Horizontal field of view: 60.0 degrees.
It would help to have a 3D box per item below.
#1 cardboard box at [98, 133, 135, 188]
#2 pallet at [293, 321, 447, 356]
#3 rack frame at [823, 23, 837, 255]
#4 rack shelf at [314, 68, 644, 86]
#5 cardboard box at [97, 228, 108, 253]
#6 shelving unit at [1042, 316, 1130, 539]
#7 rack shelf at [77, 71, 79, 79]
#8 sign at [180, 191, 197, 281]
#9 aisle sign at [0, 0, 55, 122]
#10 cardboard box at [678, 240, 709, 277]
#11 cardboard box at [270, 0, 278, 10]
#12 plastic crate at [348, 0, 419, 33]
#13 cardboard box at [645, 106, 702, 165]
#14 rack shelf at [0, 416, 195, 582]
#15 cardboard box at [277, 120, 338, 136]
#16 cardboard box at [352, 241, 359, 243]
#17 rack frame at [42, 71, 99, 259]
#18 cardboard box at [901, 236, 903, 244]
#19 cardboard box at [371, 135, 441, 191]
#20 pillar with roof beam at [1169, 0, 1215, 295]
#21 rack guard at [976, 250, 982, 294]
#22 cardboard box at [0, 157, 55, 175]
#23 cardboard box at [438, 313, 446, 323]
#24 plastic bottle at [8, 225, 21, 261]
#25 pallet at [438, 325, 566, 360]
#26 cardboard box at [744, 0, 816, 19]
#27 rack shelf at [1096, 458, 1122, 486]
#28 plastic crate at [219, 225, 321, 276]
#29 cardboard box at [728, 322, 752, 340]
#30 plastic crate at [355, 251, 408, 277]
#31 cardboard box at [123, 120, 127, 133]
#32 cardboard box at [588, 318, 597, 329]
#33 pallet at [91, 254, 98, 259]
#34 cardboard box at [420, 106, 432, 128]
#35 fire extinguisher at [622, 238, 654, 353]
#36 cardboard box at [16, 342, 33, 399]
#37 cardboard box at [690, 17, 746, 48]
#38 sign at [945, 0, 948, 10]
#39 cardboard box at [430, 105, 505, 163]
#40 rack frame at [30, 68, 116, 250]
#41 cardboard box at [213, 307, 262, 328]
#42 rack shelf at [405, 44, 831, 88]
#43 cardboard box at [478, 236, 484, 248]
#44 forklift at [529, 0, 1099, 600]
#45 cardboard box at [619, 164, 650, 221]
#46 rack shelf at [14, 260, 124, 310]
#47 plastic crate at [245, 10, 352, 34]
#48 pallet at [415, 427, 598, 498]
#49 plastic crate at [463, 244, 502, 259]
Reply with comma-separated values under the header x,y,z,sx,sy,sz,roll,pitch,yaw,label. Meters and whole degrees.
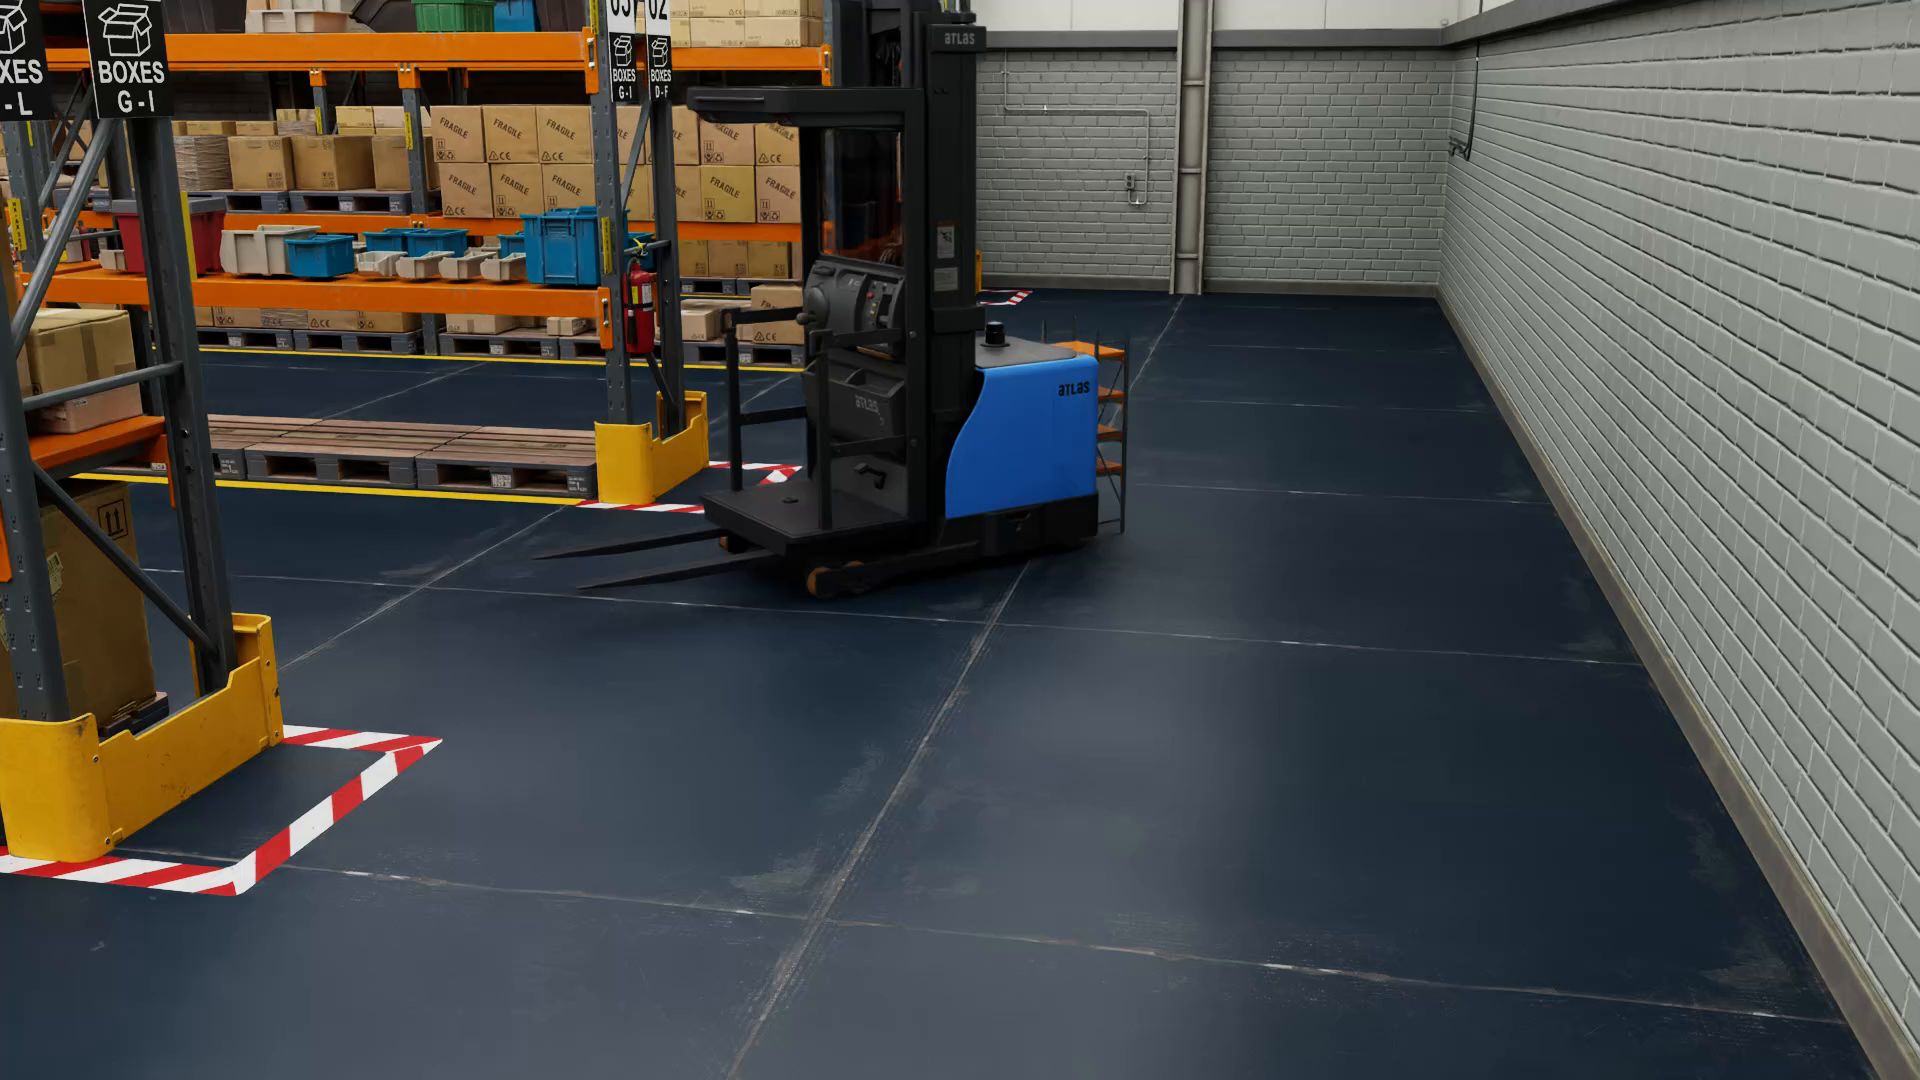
x,y,z,sx,sy,sz,roll,pitch,yaw,label
-8.214,-3.785,16.563,0.500,0.500,0.700,-2,16,-8,cardboard box
-5.738,-2.015,16.372,1.213,0.211,1.003,3,16,11,pallet
-1.014,-3.113,15.111,0.127,3.000,1.000,3,16,11,rack frame
-5.910,-5.827,20.637,4.000,0.370,1.077,3,16,11,rack shelf
-11.065,-4.020,22.243,0.500,0.500,0.700,4,16,13,cardboard box
0.715,-0.657,9.616,0.258,1.200,0.503,-10,18,-32,shelving unit
-13.749,-6.253,22.174,4.000,0.370,1.077,3,16,11,rack shelf
-2.875,-1.122,6.153,0.005,0.325,0.100,3,16,11,sign
-2.981,-1.692,5.112,0.004,0.787,0.394,3,16,11,aisle sign
-3.237,-3.553,20.595,0.500,0.500,0.700,3,16,12,cardboard box
-6.072,-5.146,15.669,0.600,0.600,0.600,3,16,10,cardboard box
-3.447,-3.386,10.594,0.767,0.338,0.504,3,16,11,plastic crate
-2.509,-3.648,14.981,0.500,0.500,0.500,4,16,13,cardboard box
-4.951,-0.281,6.236,4.000,0.370,1.077,3,16,11,rack shelf
-8.332,-5.117,21.335,0.500,0.500,0.700,1,16,5,cardboard box
-6.339,-2.837,16.569,0.500,0.250,0.500,3,16,11,cardboard box
-11.789,-5.047,22.094,0.127,3.000,1.000,3,16,11,rack frame
-0.736,-3.418,20.107,0.500,0.500,0.700,3,16,11,cardboard box
-5.353,-3.660,16.112,0.500,0.500,0.700,-2,16,-8,cardboard box
1.930,-6.257,15.221,0.400,9.000,9.100,3,16,11,pillar with roof beam
-0.007,-3.203,20.119,0.348,0.500,1.175,3,16,11,rack guard
-12.314,-4.931,21.916,0.500,0.250,0.500,3,16,11,cardboard box
-5.359,-2.422,16.477,0.500,0.500,0.500,2,16,9,cardboard box
-6.660,-2.114,11.737,0.135,0.276,0.152,3,16,11,plastic bottle
-4.261,-1.945,16.118,1.213,0.211,1.003,3,16,11,pallet
-1.568,-4.688,14.521,0.500,0.250,0.500,3,16,11,cardboard box
0.715,-0.401,9.687,0.258,0.148,0.480,-10,18,-32,rack shelf
-4.464,-1.872,10.742,0.530,0.282,0.437,3,16,11,plastic crate
-1.974,-1.969,15.465,0.250,0.166,0.380,3,16,11,cardboard box
-3.692,-1.754,10.585,0.250,0.136,0.298,3,16,11,plastic crate
-10.751,-5.240,21.778,0.500,0.500,0.700,5,16,17,cardboard box
-3.584,-2.246,16.193,0.500,0.311,0.500,3,16,11,cardboard box
-12.455,-3.730,22.562,1.213,0.211,1.003,3,16,11,pallet
-6.459,-5.251,20.645,0.500,0.250,0.500,3,16,11,cardboard box
-1.947,-1.473,10.035,0.183,0.674,0.296,3,16,11,fire extinguisher
-3.519,-0.549,5.579,0.500,0.250,0.500,3,16,10,cardboard box
-2.057,-4.474,14.686,0.500,0.250,0.500,3,16,11,cardboard box
-0.152,-6.102,18.772,0.005,0.325,0.100,3,16,11,sign
-4.528,-3.757,15.376,0.500,0.500,0.500,4,16,13,cardboard box
-8.853,-3.538,16.647,0.127,3.000,1.000,3,16,11,rack frame
-6.947,-2.366,16.273,0.500,0.500,0.500,3,16,9,cardboard box
-2.973,-4.318,15.190,4.000,0.370,1.077,3,16,11,rack shelf
-6.318,-3.879,21.117,0.750,0.750,0.750,3,16,11,cardboard box
-0.731,-1.270,8.585,3.031,2.935,1.130,-10,18,-32,forklift
-2.997,-3.195,15.220,0.500,0.500,0.500,3,16,10,cardboard box
-7.884,-1.790,11.682,4.000,0.370,1.077,3,16,11,rack shelf
-4.079,-3.181,10.231,0.530,0.136,0.437,3,16,11,plastic crate
-2.805,-0.527,11.001,1.213,0.211,1.003,3,16,11,pallet
-3.143,-1.893,11.089,0.298,0.136,0.250,3,16,11,plastic crate
